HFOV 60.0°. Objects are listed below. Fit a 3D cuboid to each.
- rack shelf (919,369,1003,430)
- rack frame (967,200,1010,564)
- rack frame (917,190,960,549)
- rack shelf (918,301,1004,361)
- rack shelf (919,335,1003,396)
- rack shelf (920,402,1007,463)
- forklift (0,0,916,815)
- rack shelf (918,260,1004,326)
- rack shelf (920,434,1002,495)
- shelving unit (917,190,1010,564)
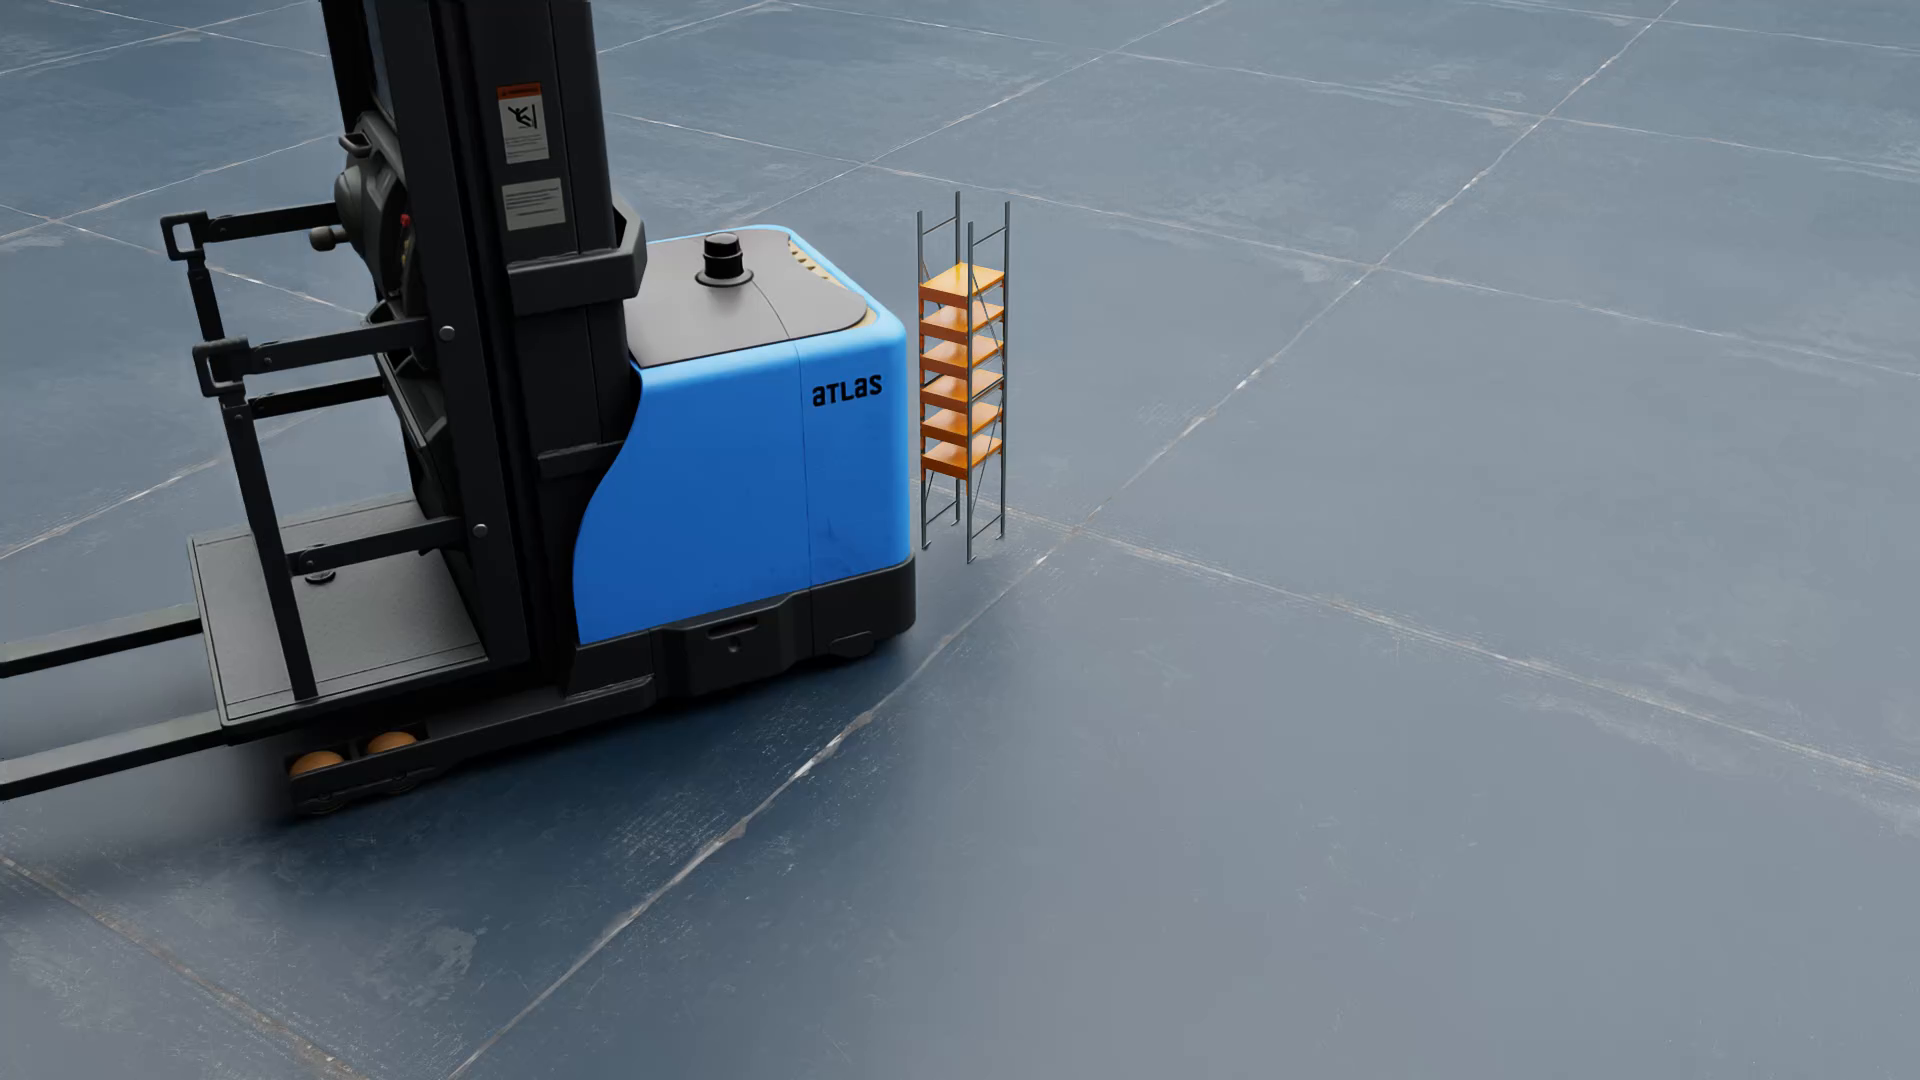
[{"bbox_3d":[0.012,-0.476,5.463,0.180,0.103,0.258,18,35,27],"label":"rack shelf"},{"bbox_3d":[0.090,-0.490,5.399,0.006,1.200,0.240,18,35,27],"label":"rack frame"},{"bbox_3d":[-0.065,-0.539,5.483,0.006,1.200,0.240,18,35,27],"label":"rack frame"},{"bbox_3d":[0.012,-0.683,5.342,0.180,0.103,0.258,18,35,27],"label":"rack shelf"},{"bbox_3d":[0.012,-0.580,5.403,0.180,0.103,0.258,18,35,27],"label":"rack shelf"},{"bbox_3d":[0.012,-0.372,5.524,0.180,0.103,0.258,18,35,27],"label":"rack shelf"},{"bbox_3d":[-1.690,-0.832,4.267,3.031,2.935,1.130,-14,33,-23],"label":"forklift"},{"bbox_3d":[0.012,-0.787,5.282,0.180,0.103,0.258,18,35,27],"label":"rack shelf"},{"bbox_3d":[0.012,-0.269,5.584,0.180,0.103,0.258,18,35,27],"label":"rack shelf"},{"bbox_3d":[0.012,-0.514,5.441,0.189,1.200,0.258,18,35,27],"label":"shelving unit"}]
